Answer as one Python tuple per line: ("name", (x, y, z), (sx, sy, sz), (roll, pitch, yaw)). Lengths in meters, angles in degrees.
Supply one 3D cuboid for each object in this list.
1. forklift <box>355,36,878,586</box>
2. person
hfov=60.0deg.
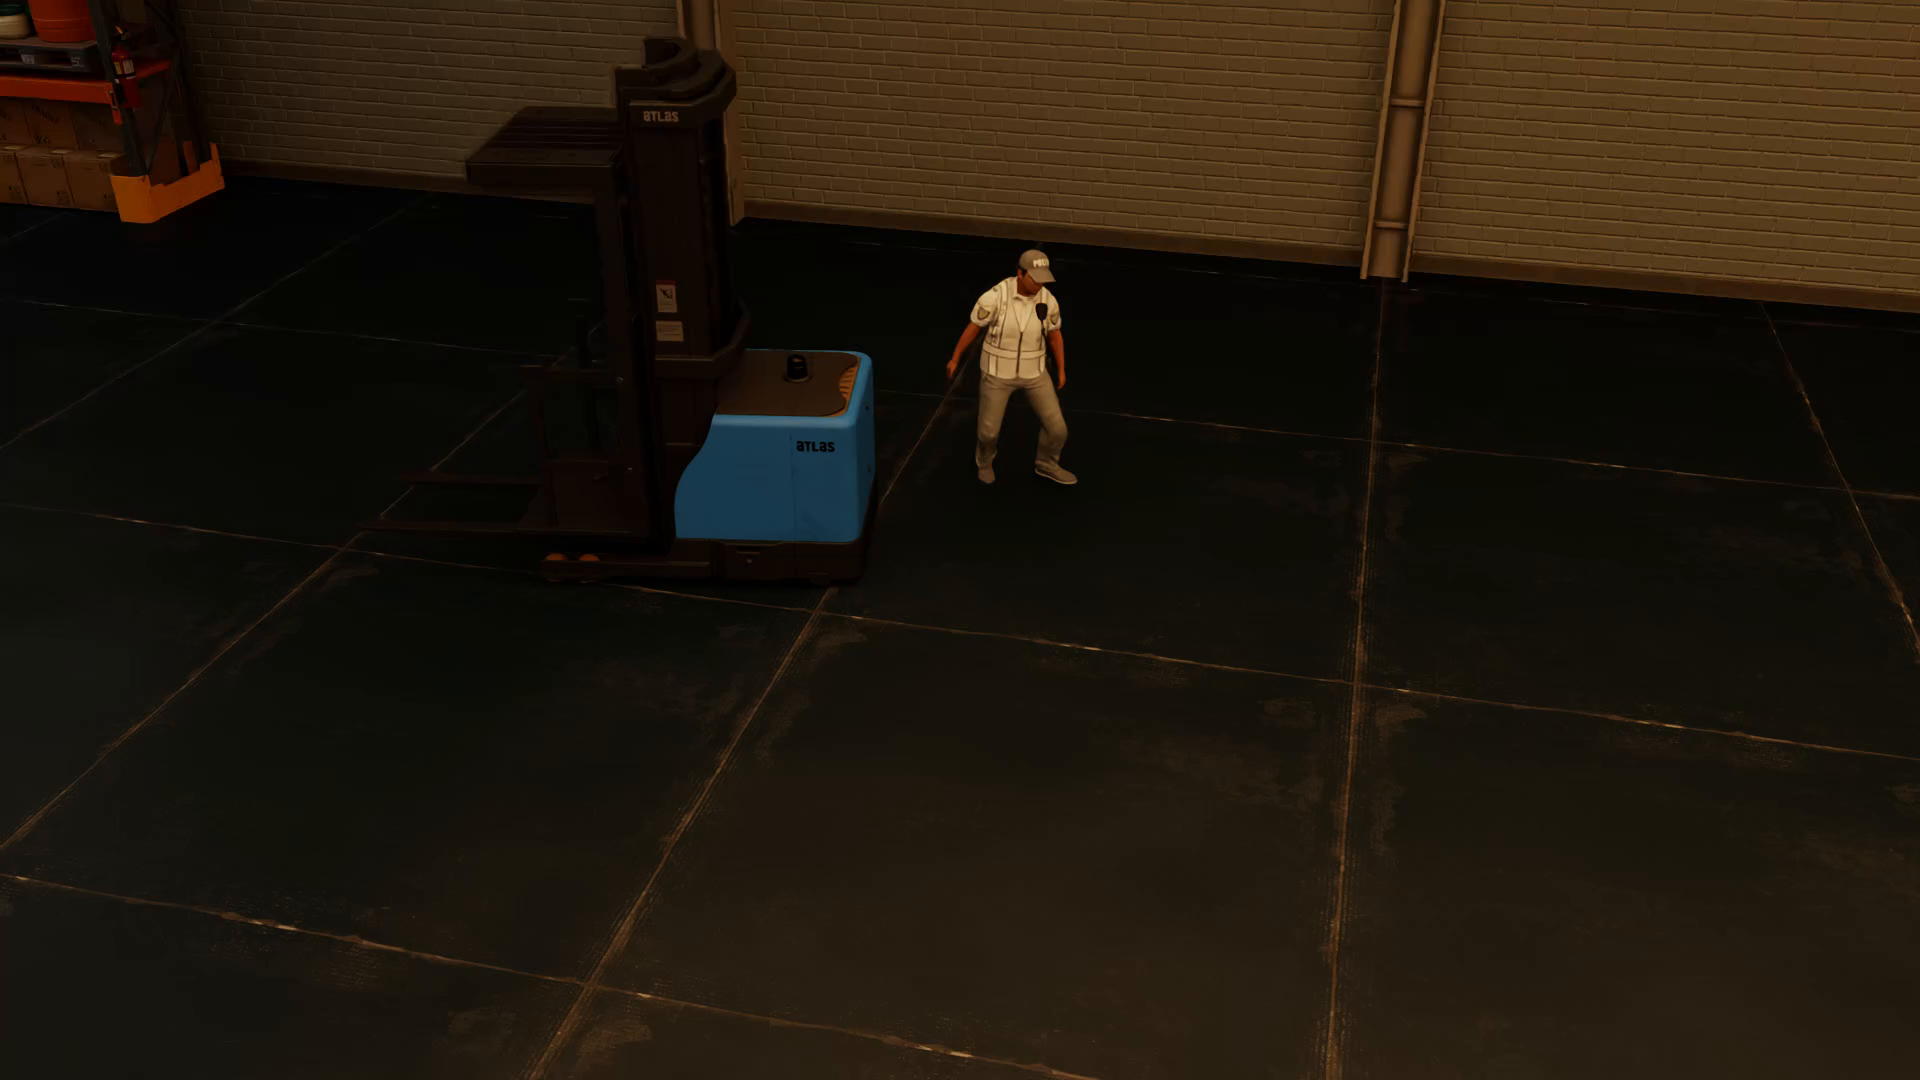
("forklift", (-2.048, -1.281, 9.431), (3.031, 2.935, 1.130), (2, 30, 3))
("person", (0.338, -1.060, 10.449), (0.840, 1.645, 0.506), (-2, 30, -4))
